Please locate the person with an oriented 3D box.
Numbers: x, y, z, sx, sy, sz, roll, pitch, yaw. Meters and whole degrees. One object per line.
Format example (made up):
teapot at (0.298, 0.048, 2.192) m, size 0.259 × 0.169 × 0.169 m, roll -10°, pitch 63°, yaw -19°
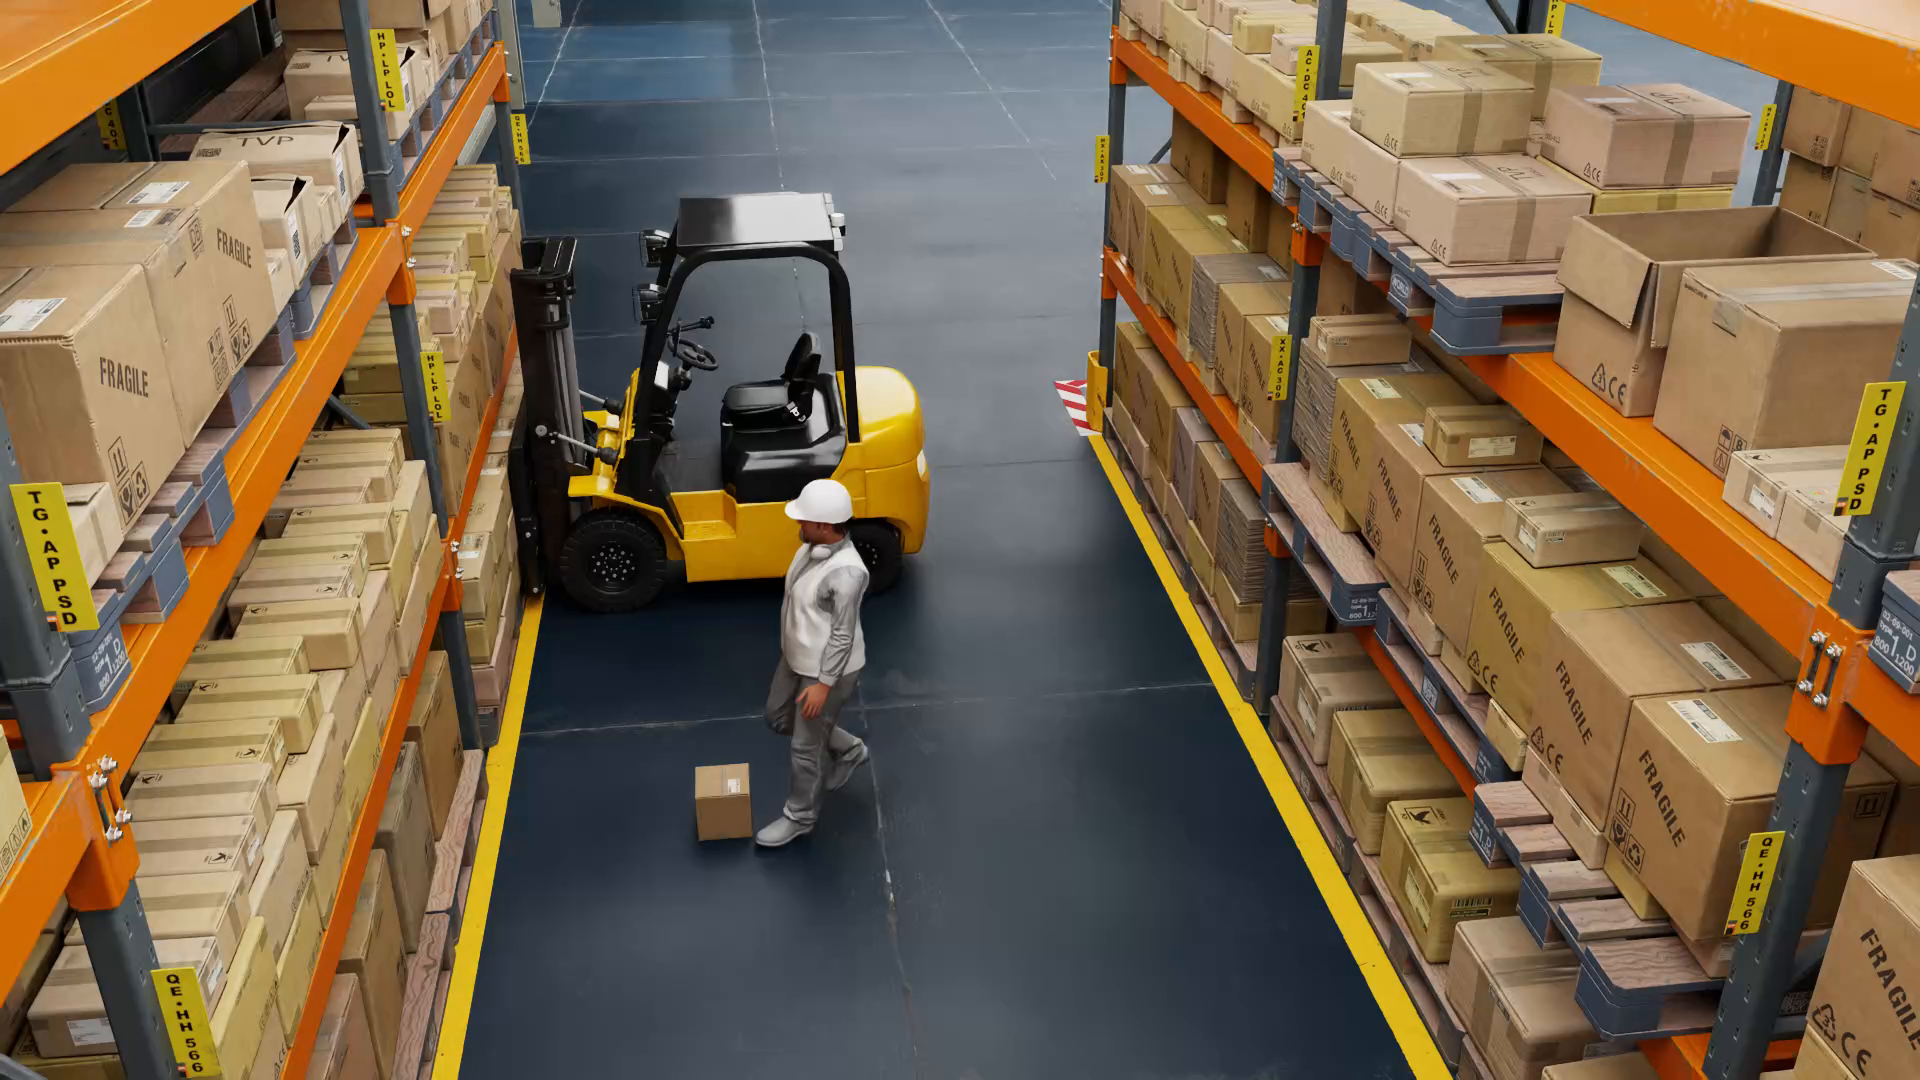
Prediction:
person at (-0.687, 0.544, 7.523) m, size 0.647 × 1.762 × 0.577 m, roll -11°, pitch 29°, yaw -20°
